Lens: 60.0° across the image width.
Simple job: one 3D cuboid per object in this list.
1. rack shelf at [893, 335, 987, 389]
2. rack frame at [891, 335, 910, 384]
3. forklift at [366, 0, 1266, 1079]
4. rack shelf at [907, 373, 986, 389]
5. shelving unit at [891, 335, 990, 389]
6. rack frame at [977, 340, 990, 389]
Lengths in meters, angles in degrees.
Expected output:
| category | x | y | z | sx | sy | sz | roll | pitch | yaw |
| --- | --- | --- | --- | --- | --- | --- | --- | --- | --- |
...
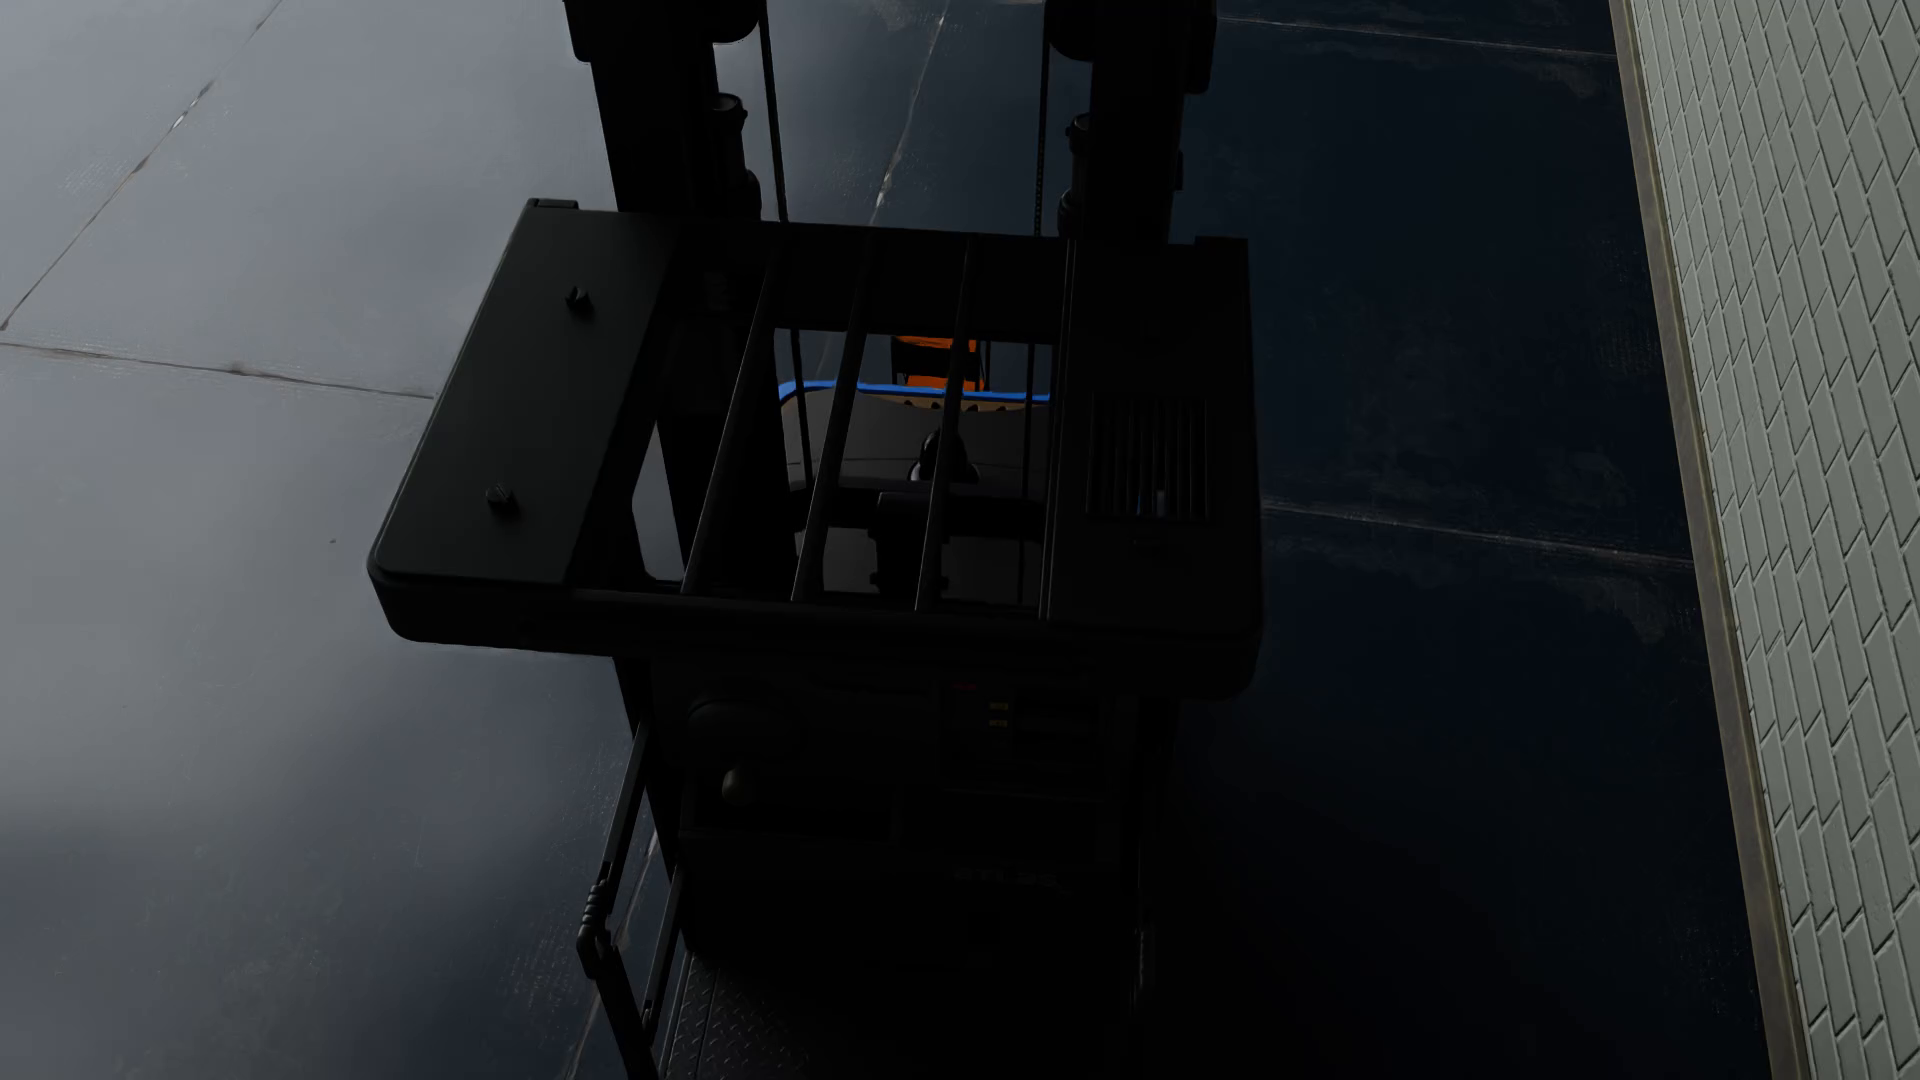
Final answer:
| category | x | y | z | sx | sy | sz | roll | pitch | yaw |
| --- | --- | --- | --- | --- | --- | --- | --- | --- | --- |
| rack shelf | -0.053 | -0.541 | 4.800 | 0.240 | 0.259 | 0.215 | 8 | 49 | 7 |
| rack frame | -0.173 | -0.374 | 5.018 | 0.008 | 1.050 | 0.200 | 8 | 49 | 7 |
| forklift | -0.143 | 0.434 | 3.027 | 1.130 | 2.935 | 3.031 | 4 | 48 | 4 |
| rack shelf | -0.053 | -0.351 | 5.011 | 0.240 | 0.259 | 0.215 | 8 | 49 | 7 |
| shelving unit | -0.053 | -0.358 | 5.004 | 0.252 | 1.050 | 0.215 | 8 | 49 | 7 |
| rack frame | 0.067 | -0.342 | 4.989 | 0.008 | 1.050 | 0.200 | 8 | 49 | 7 |
